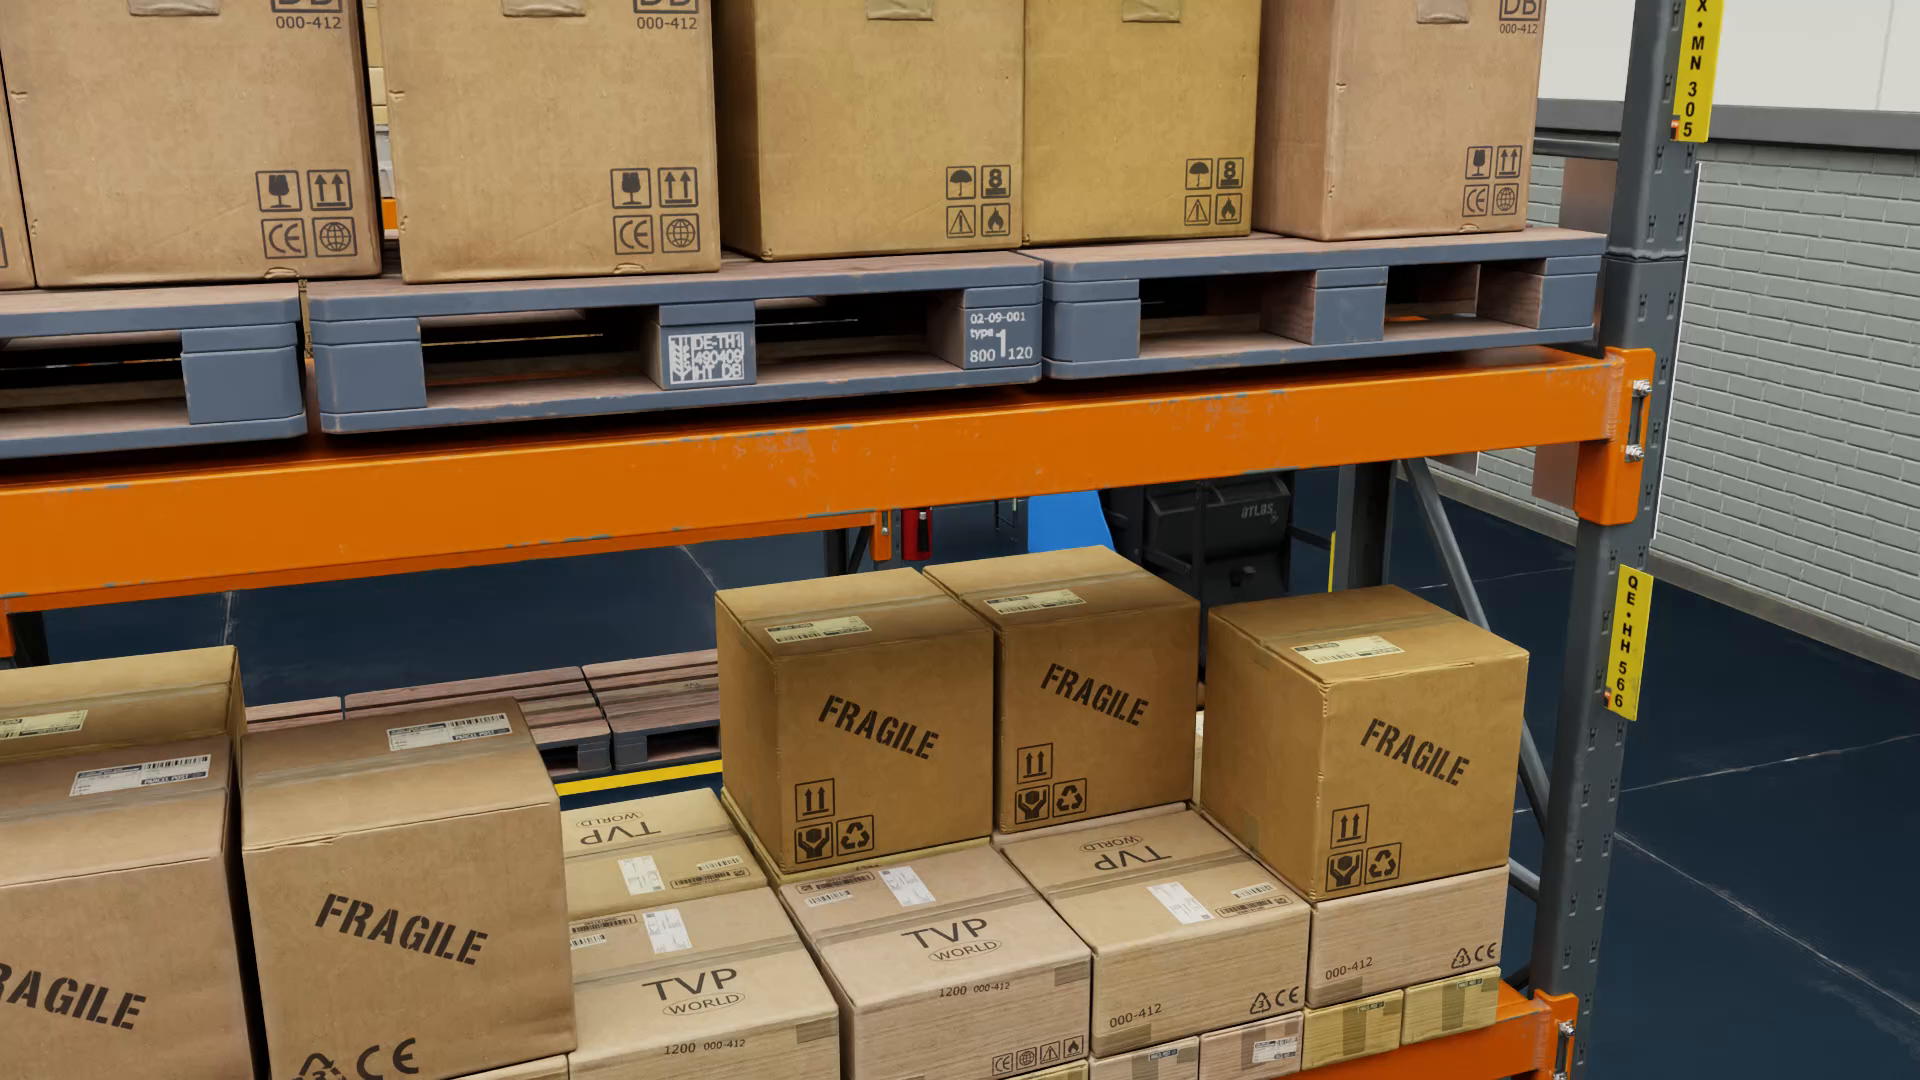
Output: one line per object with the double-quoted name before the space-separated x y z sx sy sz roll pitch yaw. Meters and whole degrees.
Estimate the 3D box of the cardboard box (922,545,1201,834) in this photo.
"cardboard box" 0.232 0.341 4.019 0.500 0.500 0.500 -7 18 -21

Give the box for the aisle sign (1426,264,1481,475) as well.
"aisle sign" 1.203 -0.589 4.167 0.004 0.787 0.394 -6 17 -20

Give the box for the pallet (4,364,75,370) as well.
"pallet" -6.818 -1.315 11.594 1.213 0.211 1.003 -6 17 -20

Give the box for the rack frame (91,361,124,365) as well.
"rack frame" -6.033 -1.459 11.744 0.127 3.000 1.000 -6 17 -20

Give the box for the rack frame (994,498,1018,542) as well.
"rack frame" 0.336 -0.756 12.010 0.023 1.500 0.400 -6 17 -20

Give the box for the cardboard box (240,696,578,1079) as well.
"cardboard box" -1.006 0.635 3.021 0.500 0.500 0.500 -7 18 -22

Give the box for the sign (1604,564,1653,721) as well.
"sign" 1.425 0.219 3.553 0.005 0.325 0.100 -6 17 -20

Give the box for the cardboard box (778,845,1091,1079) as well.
"cardboard box" -0.063 0.895 3.467 0.500 0.250 0.500 -7 18 -22

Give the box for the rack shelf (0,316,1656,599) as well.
"rack shelf" -0.624 -0.148 3.232 4.000 0.370 1.077 -6 17 -20

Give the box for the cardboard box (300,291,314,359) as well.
"cardboard box" -4.515 -1.589 12.009 0.500 0.500 0.500 -6 17 -20

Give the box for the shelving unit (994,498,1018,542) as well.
"shelving unit" -0.006 -0.719 11.885 0.755 1.500 0.431 -6 17 -20

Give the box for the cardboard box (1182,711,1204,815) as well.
"cardboard box" 0.699 0.651 4.296 0.500 0.250 0.500 -7 18 -22

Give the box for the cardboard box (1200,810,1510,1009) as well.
"cardboard box" 0.886 0.792 3.815 0.500 0.250 0.500 -6 18 -21

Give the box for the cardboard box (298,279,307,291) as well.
"cardboard box" -4.530 -2.064 11.852 0.500 0.500 0.500 -7 18 -22

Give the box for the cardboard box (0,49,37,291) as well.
"cardboard box" -1.782 -0.684 2.679 0.500 0.500 0.700 -7 18 -23

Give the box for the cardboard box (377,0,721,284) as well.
"cardboard box" -0.740 -0.752 2.912 0.500 0.500 0.700 -5 17 -18

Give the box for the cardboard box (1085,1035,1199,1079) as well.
"cardboard box" 0.317 1.064 3.597 0.250 0.149 0.380 -6 17 -19

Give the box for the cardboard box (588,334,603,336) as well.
"cardboard box" -2.619 -1.794 12.705 0.500 0.500 0.500 -6 17 -18

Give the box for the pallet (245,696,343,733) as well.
"pallet" -3.591 1.098 7.984 1.213 0.211 1.003 -6 17 -20

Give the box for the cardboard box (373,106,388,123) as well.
"cardboard box" -4.089 -2.961 11.800 0.500 0.250 0.500 -6 17 -20

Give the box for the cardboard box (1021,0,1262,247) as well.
"cardboard box" 0.208 -0.901 3.418 0.500 0.500 0.700 -7 18 -22

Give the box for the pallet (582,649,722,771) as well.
"pallet" -1.313 0.852 8.822 1.213 0.211 1.003 -6 17 -20

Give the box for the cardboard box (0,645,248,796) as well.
"cardboard box" -1.689 0.551 3.306 0.500 0.500 0.500 -6 17 -20

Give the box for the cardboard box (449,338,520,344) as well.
"cardboard box" -3.570 -1.692 12.358 0.500 0.500 0.500 -6 17 -20

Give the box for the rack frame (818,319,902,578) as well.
"rack frame" -0.529 -0.559 8.678 0.127 3.000 1.000 -6 17 -20

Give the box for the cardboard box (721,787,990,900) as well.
"cardboard box" -0.255 0.755 3.943 0.500 0.250 0.500 -7 18 -22

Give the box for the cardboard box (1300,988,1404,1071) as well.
"cardboard box" 0.787 1.014 3.767 0.250 0.149 0.380 -6 17 -20

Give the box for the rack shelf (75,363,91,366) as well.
"rack shelf" -7.901 -0.912 11.158 4.000 0.370 1.077 -6 17 -20

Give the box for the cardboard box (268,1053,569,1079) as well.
"cardboard box" -1.011 0.996 3.122 0.500 0.250 0.500 -6 17 -19

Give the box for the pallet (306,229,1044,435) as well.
"pallet" -0.587 -0.451 3.143 1.213 0.211 1.003 -6 17 -20

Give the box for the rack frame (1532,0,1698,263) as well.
"rack frame" 1.243 -2.134 3.395 0.127 3.000 1.000 -6 17 -20

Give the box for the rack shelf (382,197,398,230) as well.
"rack shelf" -2.396 -1.451 7.670 4.000 0.370 1.077 -6 17 -20

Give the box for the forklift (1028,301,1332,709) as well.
"forklift" 1.559 -0.633 9.053 1.130 2.935 3.031 -9 19 -28

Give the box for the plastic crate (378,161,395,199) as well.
"plastic crate" -2.370 -1.598 7.360 0.530 0.136 0.437 -6 17 -20

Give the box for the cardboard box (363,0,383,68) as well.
"cardboard box" -4.198 -3.641 11.897 0.500 0.500 0.700 -6 17 -20
